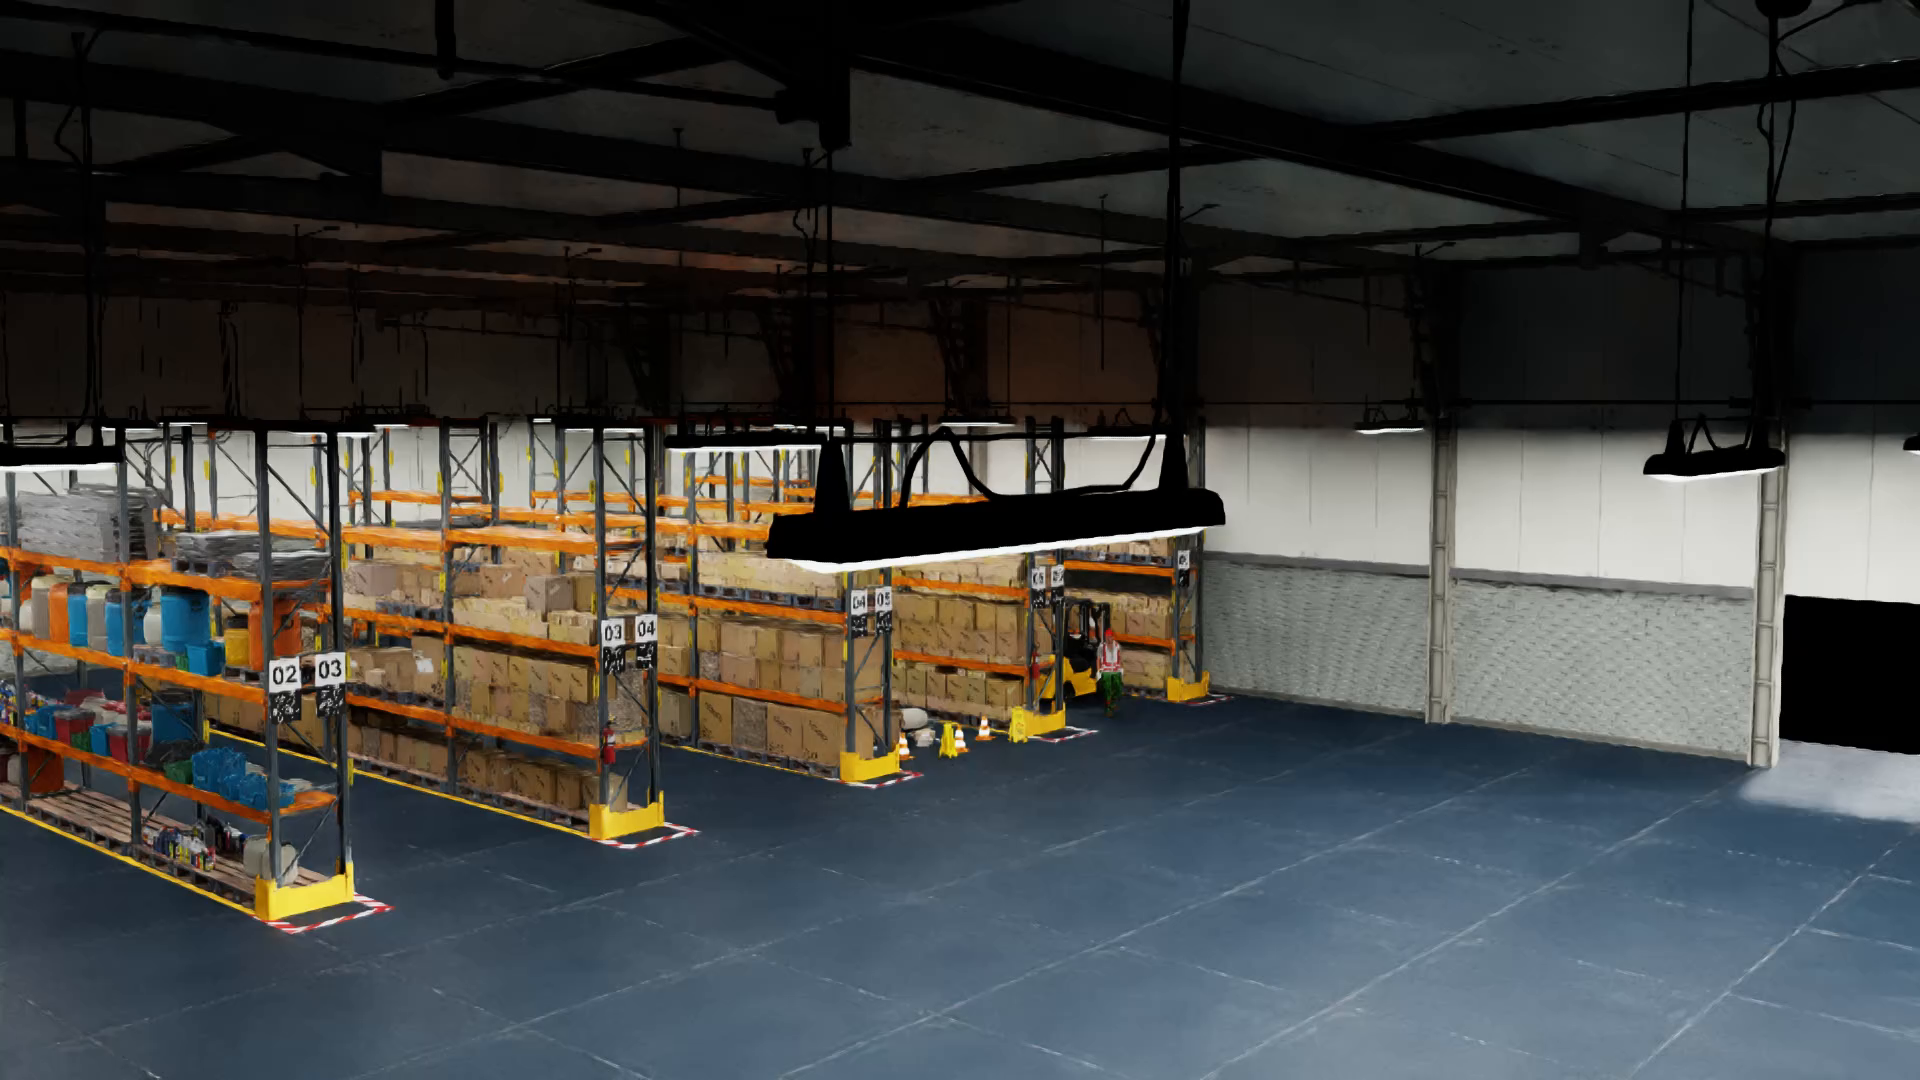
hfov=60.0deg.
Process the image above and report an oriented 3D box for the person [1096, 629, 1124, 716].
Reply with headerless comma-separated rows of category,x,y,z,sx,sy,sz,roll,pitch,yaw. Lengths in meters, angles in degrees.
person,3.022,2.655,33.622,0.587,1.780,0.573,-1,5,-13
